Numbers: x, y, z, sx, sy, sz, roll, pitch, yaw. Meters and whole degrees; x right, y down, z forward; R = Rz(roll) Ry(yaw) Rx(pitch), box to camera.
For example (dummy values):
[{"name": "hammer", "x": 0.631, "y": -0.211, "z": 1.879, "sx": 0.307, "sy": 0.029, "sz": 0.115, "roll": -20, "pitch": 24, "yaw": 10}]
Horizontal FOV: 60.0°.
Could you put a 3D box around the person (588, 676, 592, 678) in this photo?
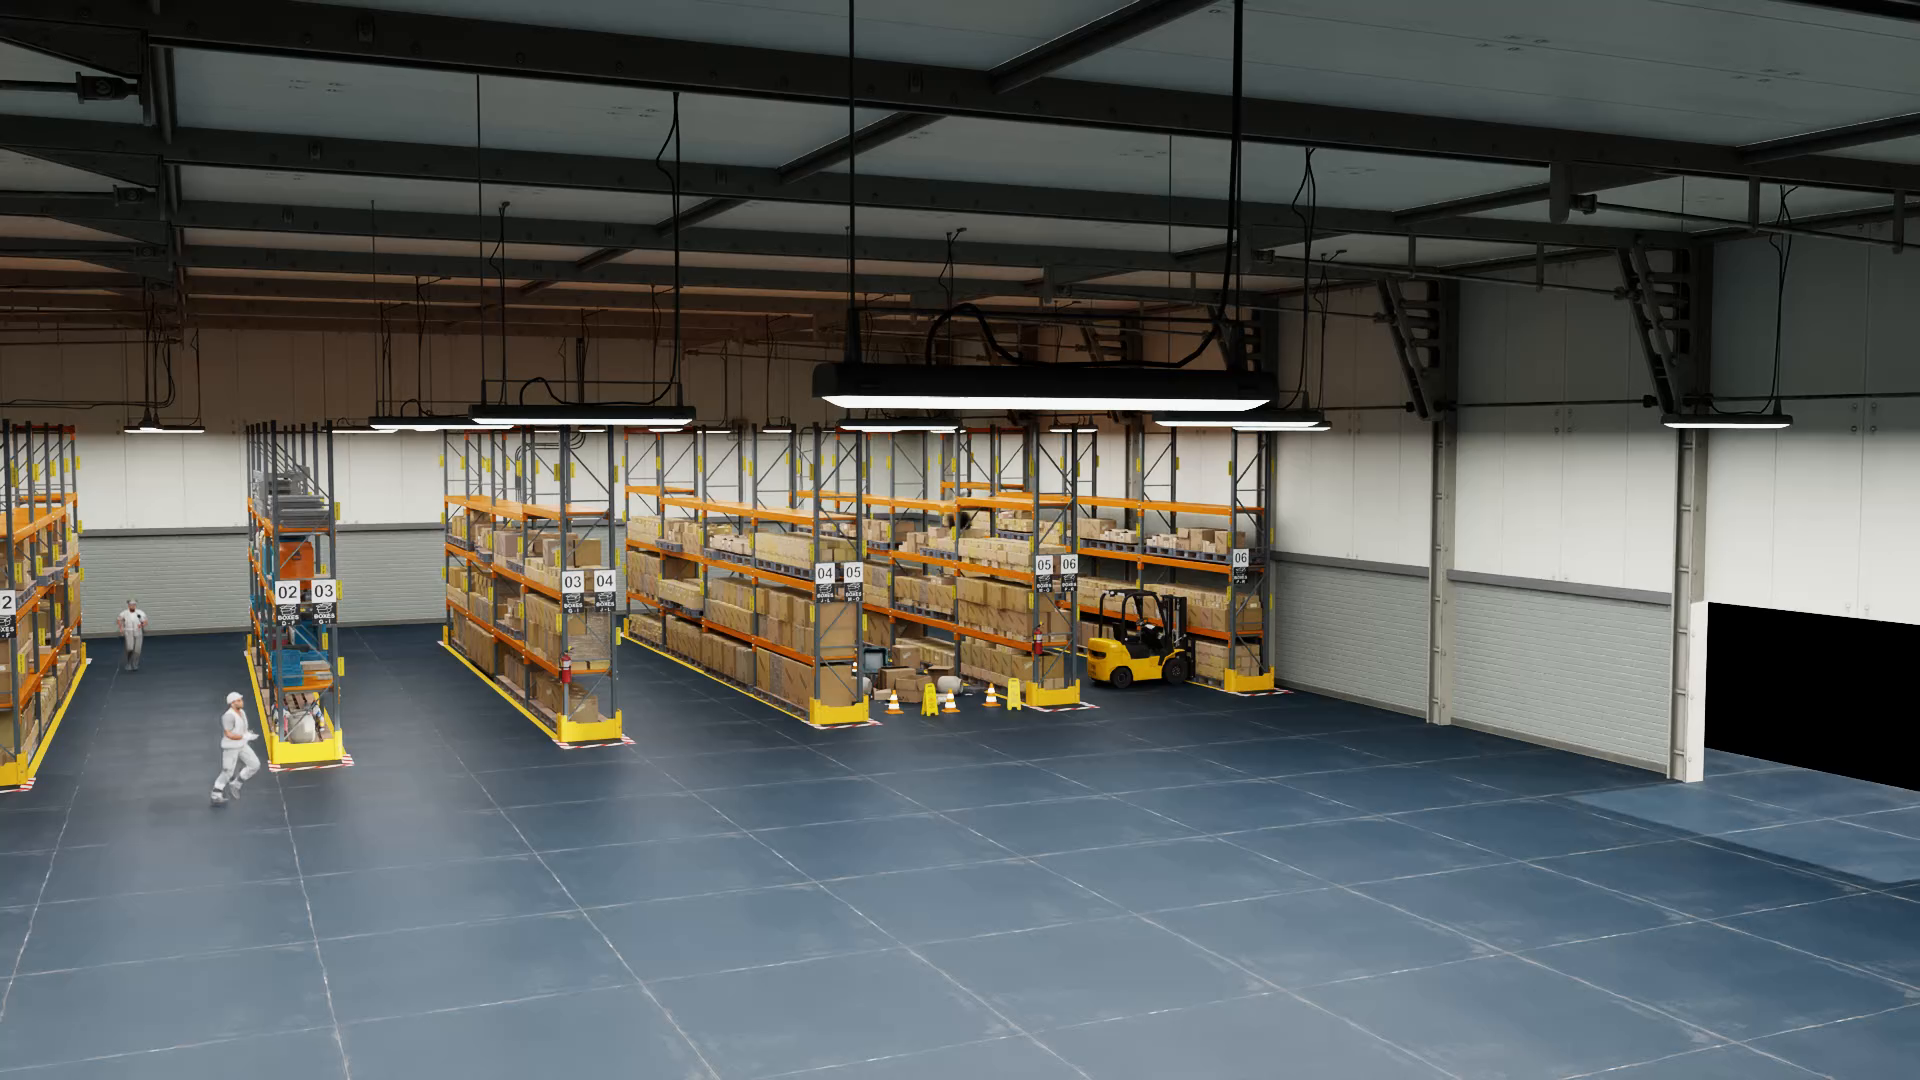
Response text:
[{"name": "person", "x": -8.968, "y": 2.449, "z": 39.620, "sx": 0.538, "sy": 1.653, "sz": 0.762, "roll": -2, "pitch": 4, "yaw": -26}]

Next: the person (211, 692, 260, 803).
[{"name": "person", "x": -11.216, "y": 3.210, "z": 25.811, "sx": 0.815, "sy": 1.729, "sz": 0.659, "roll": 1, "pitch": 4, "yaw": 12}]

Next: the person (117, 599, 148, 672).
[{"name": "person", "x": -20.123, "y": 2.319, "z": 40.477, "sx": 0.656, "sy": 1.774, "sz": 0.687, "roll": -2, "pitch": 4, "yaw": -31}]
